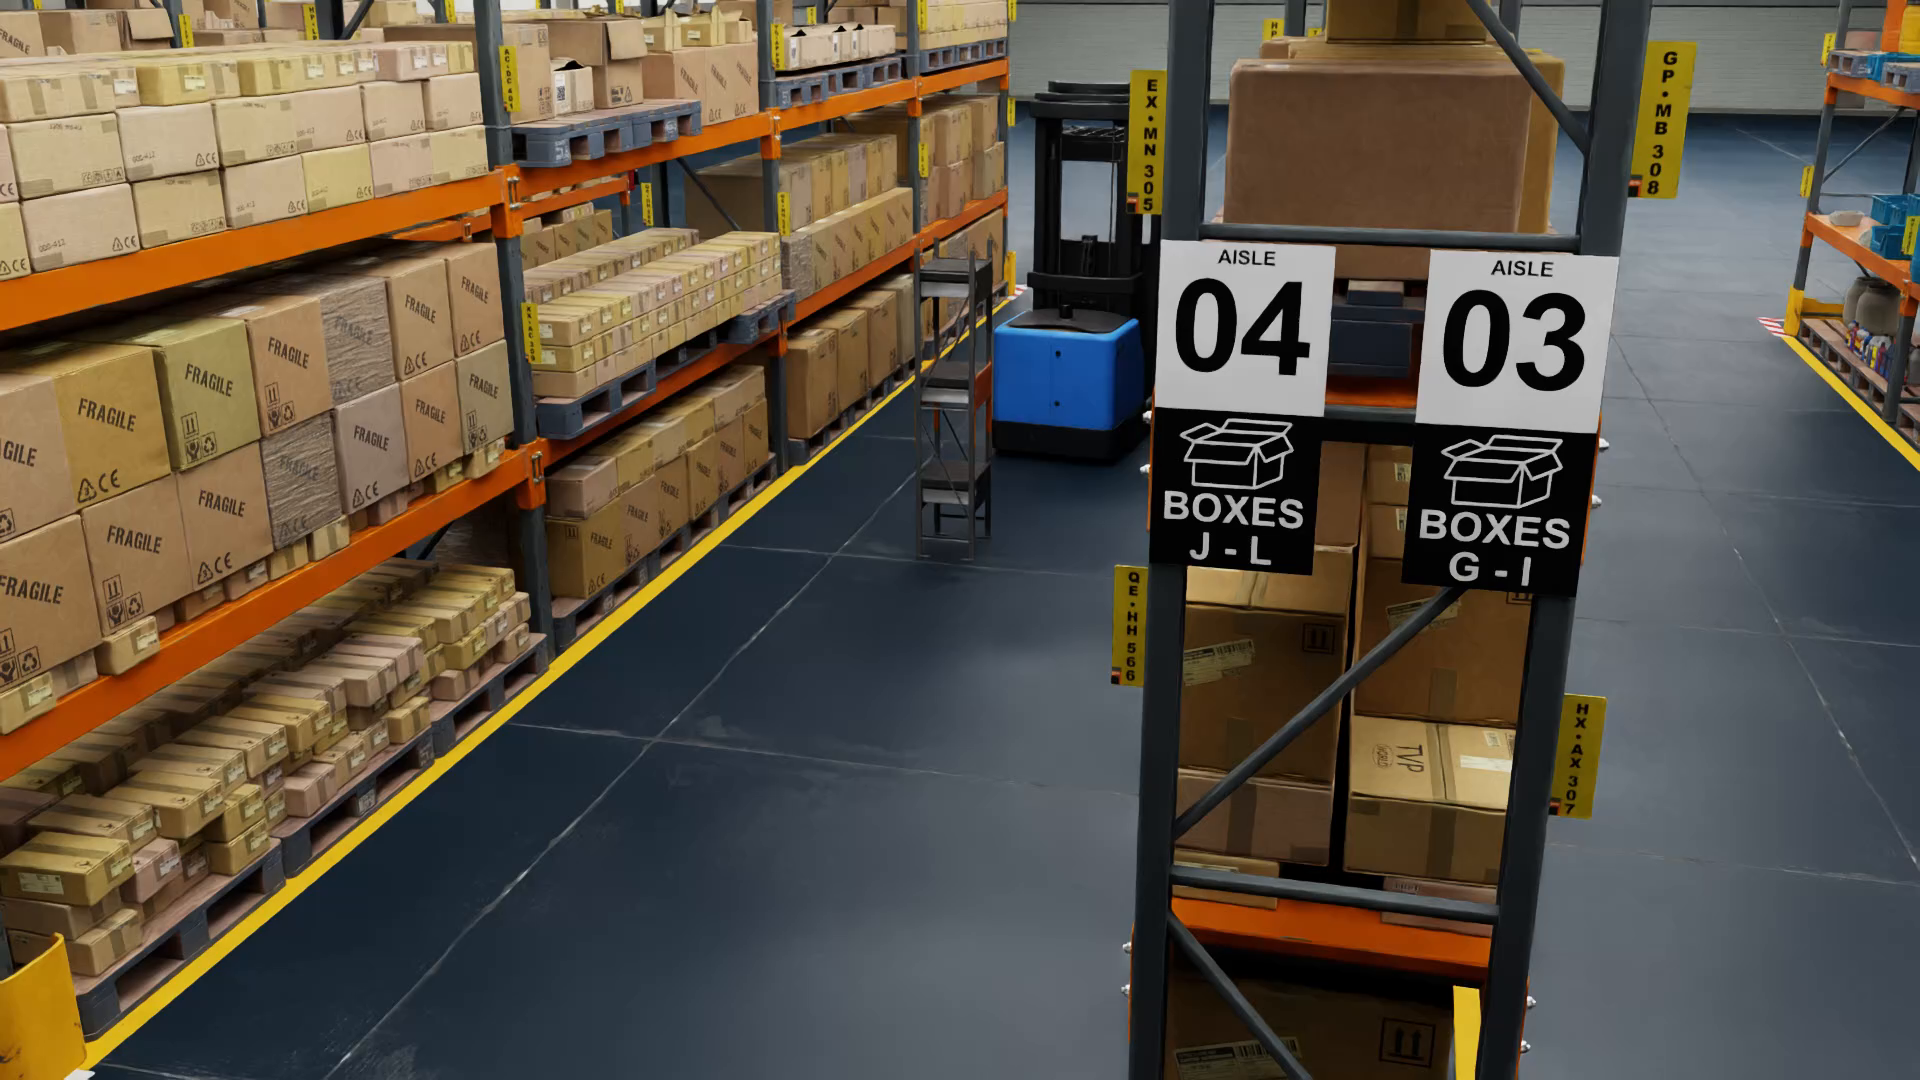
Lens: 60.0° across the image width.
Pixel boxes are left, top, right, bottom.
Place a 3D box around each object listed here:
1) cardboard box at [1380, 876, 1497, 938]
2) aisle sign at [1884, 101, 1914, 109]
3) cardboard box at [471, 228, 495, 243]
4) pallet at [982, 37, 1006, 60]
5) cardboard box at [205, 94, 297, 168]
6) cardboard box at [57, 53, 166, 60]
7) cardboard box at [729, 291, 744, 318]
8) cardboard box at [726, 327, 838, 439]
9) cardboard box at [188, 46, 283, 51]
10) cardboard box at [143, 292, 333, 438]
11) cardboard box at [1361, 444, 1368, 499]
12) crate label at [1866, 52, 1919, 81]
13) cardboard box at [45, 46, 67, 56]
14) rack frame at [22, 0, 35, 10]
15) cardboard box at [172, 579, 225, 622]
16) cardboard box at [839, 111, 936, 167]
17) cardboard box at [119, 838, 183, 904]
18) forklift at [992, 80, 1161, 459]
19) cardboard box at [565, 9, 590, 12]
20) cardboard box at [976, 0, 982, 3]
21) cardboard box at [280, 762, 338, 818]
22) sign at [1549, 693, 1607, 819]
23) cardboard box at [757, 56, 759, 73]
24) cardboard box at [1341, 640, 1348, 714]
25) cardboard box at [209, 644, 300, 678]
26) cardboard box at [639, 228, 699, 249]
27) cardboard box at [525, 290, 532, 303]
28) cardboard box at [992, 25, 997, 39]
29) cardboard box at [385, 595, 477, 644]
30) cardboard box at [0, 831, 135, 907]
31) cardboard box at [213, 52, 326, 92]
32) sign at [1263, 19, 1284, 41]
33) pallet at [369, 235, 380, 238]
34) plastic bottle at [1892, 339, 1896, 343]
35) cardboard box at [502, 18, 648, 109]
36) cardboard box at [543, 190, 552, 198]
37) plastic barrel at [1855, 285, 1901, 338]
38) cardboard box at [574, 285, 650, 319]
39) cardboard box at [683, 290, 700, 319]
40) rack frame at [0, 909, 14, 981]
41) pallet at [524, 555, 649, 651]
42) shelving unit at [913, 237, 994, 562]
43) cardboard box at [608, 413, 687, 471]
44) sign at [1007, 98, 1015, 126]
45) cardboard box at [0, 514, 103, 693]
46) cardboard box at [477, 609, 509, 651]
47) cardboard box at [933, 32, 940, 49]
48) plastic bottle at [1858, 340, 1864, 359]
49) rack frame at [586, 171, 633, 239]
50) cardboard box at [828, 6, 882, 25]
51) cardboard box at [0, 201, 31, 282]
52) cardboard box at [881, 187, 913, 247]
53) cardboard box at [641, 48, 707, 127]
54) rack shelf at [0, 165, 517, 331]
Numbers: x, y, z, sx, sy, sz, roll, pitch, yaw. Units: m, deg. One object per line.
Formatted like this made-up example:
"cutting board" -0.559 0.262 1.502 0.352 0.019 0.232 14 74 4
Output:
"cardboard box" 1.369 0.963 4.617 0.380 0.149 0.250 5 19 14
"aisle sign" 9.980 -4.924 17.441 0.394 0.787 0.004 5 19 13
"cardboard box" -5.220 -3.372 18.360 0.380 0.149 0.250 5 19 14
"pallet" -0.084 -5.653 19.095 1.003 0.211 1.213 5 19 13
"cardboard box" -3.079 -1.676 6.773 0.500 0.250 0.500 4 19 11
"cardboard box" -3.570 -1.959 6.982 0.380 0.149 0.250 4 19 12
"cardboard box" -1.732 -1.655 11.630 0.380 0.149 0.250 4 19 13
"cardboard box" -1.632 -1.320 13.741 1.050 0.750 0.750 4 19 13
"cardboard box" -3.364 -2.206 7.707 0.380 0.149 0.250 4 19 12
"cardboard box" -3.068 -0.755 7.096 0.500 0.500 0.500 4 19 12
"cardboard box" 2.295 -0.496 8.346 0.500 0.500 0.500 5 19 14
"crate label" 8.897 -4.483 15.762 0.502 0.251 0.408 5 19 13
"cardboard box" -6.689 -3.456 12.084 0.396 0.266 0.258 4 19 12
"rack frame" -10.529 -6.845 17.805 1.000 3.000 0.127 5 19 13
"cardboard box" -3.265 0.211 6.819 0.380 0.149 0.250 4 19 13
"cardboard box" -0.745 -4.132 17.242 0.875 0.550 0.550 5 19 13
"cardboard box" -3.324 1.290 6.571 0.380 0.149 0.250 5 19 13
"forklift" 1.250 -2.476 14.401 1.130 2.935 3.031 7 20 19
"cardboard box" -4.634 -6.339 20.121 0.380 0.149 0.250 5 19 14
"cardboard box" 0.023 -5.902 18.037 0.380 0.149 0.250 4 19 13
"cardboard box" -3.061 1.120 7.529 0.380 0.149 0.250 4 19 11
"sign" 1.499 0.528 4.041 0.100 0.325 0.005 5 19 13
"cardboard box" -1.631 -3.641 12.649 0.380 0.149 0.250 4 19 11
"cardboard box" 1.072 0.368 5.742 0.500 0.250 0.500 4 19 12
"cardboard box" -3.438 0.626 8.055 0.380 0.149 0.250 4 19 11
"cardboard box" -2.169 -2.232 12.401 0.380 0.149 0.250 5 19 13
"cardboard box" -2.806 -1.416 10.011 0.380 0.149 0.250 4 19 12
"cardboard box" 0.210 -5.766 18.870 0.380 0.149 0.250 5 19 14
"cardboard box" -2.757 0.415 8.674 0.380 0.149 0.250 4 19 13
"cardboard box" -3.365 1.237 6.266 0.380 0.149 0.250 4 19 11
"cardboard box" -2.947 -1.995 7.088 0.380 0.149 0.250 5 19 13
"sign" 1.411 -2.178 7.495 0.100 0.325 0.005 5 19 13
"pallet" -6.248 -2.894 15.816 1.003 0.211 1.213 5 19 13
"plastic bottle" 8.807 -1.750 15.691 0.061 0.283 0.133 5 19 13
"cardboard box" -2.340 -2.889 10.055 0.797 0.503 0.637 4 19 13
"cardboard box" -4.971 -4.051 19.295 0.380 0.149 0.250 5 19 13
"plastic barrel" 9.466 -2.347 17.117 0.421 0.512 0.421 0 19 0
"cardboard box" -2.112 -1.443 10.089 0.380 0.149 0.250 4 19 13
"cardboard box" -1.923 -1.546 10.853 0.380 0.149 0.250 4 19 12
"rack frame" -3.822 0.506 5.567 1.000 3.000 0.127 5 19 13
"pallet" -2.656 0.327 10.403 1.003 0.211 1.213 5 19 13
"shelving unit" -0.040 -0.942 11.196 0.431 2.100 0.503 5 19 13
"cardboard box" -2.152 -0.656 11.025 0.500 0.250 0.500 5 20 15
"sign" 0.610 -5.122 19.885 0.100 0.325 0.005 5 19 13
"cardboard box" -3.445 0.199 5.850 0.500 0.500 0.500 6 20 16
"cardboard box" -2.668 0.471 8.968 0.380 0.149 0.250 4 19 11
"cardboard box" -0.410 -4.971 16.544 0.380 0.149 0.250 5 19 14
"plastic bottle" 8.797 -1.865 16.156 0.097 0.201 0.097 0 19 0
"rack frame" -4.738 -4.869 21.301 1.000 3.000 0.127 5 19 13
"cardboard box" -1.019 -5.165 16.497 0.500 0.250 0.500 4 19 13
"cardboard box" -3.465 -0.963 5.459 0.500 0.250 0.500 5 20 15
"cardboard box" -0.759 -3.118 16.021 0.500 0.500 0.500 5 19 13
"cardboard box" -1.996 -2.955 10.904 0.500 0.500 0.500 5 19 13
"rack shelf" -3.334 -1.200 7.033 1.077 0.370 4.000 5 19 13
